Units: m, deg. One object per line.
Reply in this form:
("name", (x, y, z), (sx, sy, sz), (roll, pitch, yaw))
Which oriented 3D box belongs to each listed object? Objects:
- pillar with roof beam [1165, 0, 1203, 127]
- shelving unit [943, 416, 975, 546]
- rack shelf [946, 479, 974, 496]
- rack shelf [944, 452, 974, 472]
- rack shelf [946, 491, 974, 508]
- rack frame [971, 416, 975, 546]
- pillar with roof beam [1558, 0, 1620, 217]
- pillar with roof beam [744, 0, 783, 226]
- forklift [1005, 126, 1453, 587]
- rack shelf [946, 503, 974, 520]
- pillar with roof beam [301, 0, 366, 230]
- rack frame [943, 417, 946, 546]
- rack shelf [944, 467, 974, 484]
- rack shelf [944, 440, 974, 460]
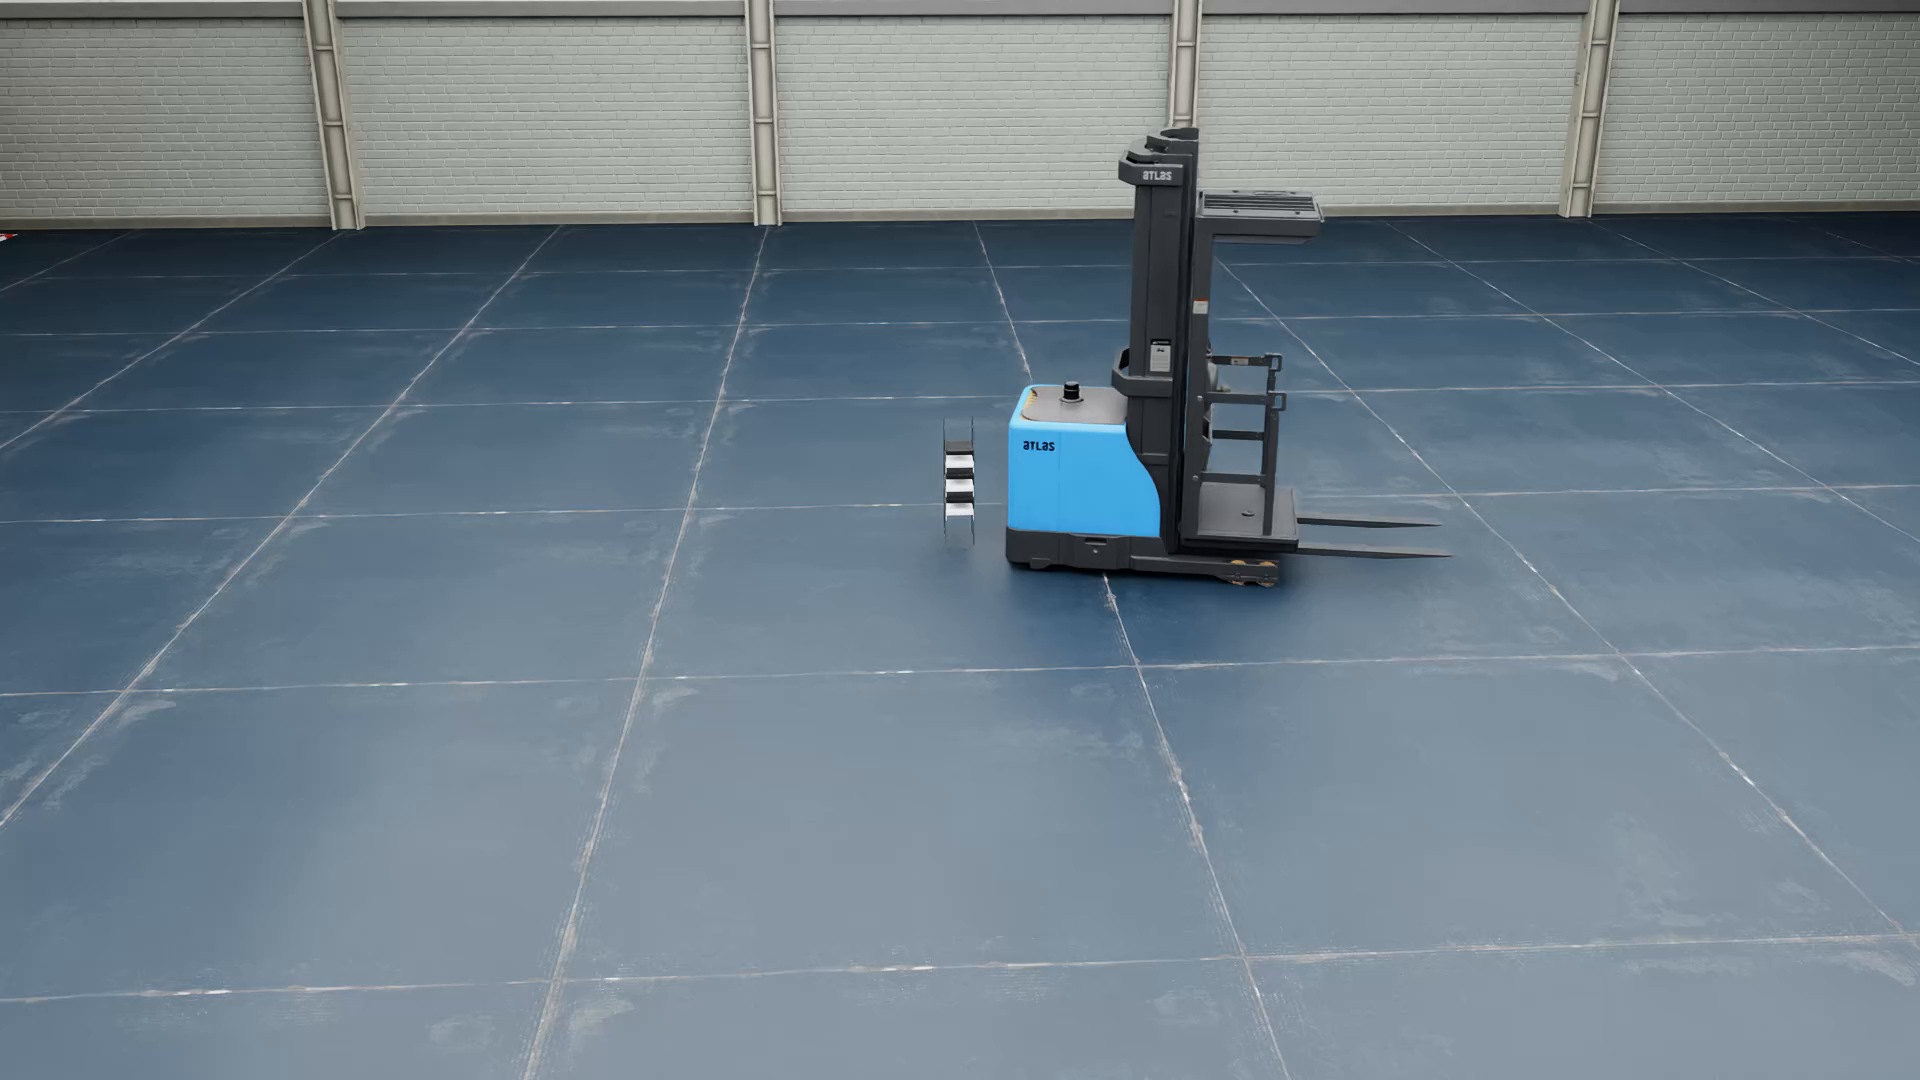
("pillar with roof beam", (3.444, -7.410, 18.936), (0.400, 9.000, 9.100), (-1, 21, -3))
("shelving unit", (-0.008, -0.420, 11.960), (0.210, 0.900, 0.258), (-1, 21, -3))
("rack shelf", (-0.008, -0.389, 11.972), (0.200, 0.077, 0.258), (-1, 21, -3))
("rack shelf", (-0.008, -0.557, 11.908), (0.200, 0.077, 0.258), (-1, 21, -3))
("rack shelf", (-0.008, -0.305, 12.004), (0.200, 0.077, 0.258), (-1, 21, -3))
("rack frame", (0.093, -0.422, 11.966), (0.006, 0.900, 0.240), (-1, 21, -3))
("pillar with roof beam", (9.434, -7.532, 19.256), (0.400, 9.000, 9.100), (-1, 21, -3))
("pillar with roof beam", (-2.547, -7.288, 18.616), (0.400, 9.000, 9.100), (-1, 21, -3))
("forklift", (1.879, -1.256, 11.300), (3.031, 2.935, 1.130), (3, 21, 8))
("rack shelf", (-0.008, -0.221, 12.036), (0.200, 0.077, 0.258), (-1, 21, -3))
("pillar with roof beam", (-8.537, -7.166, 18.296), (0.400, 9.000, 9.100), (-1, 21, -3))
("rack frame", (-0.110, -0.418, 11.955), (0.006, 0.900, 0.240), (-1, 21, -3))
("rack shelf", (-0.008, -0.473, 11.940), (0.200, 0.077, 0.258), (-1, 21, -3))
("rack shelf", (-0.008, -0.642, 11.876), (0.200, 0.077, 0.258), (-1, 21, -3))
